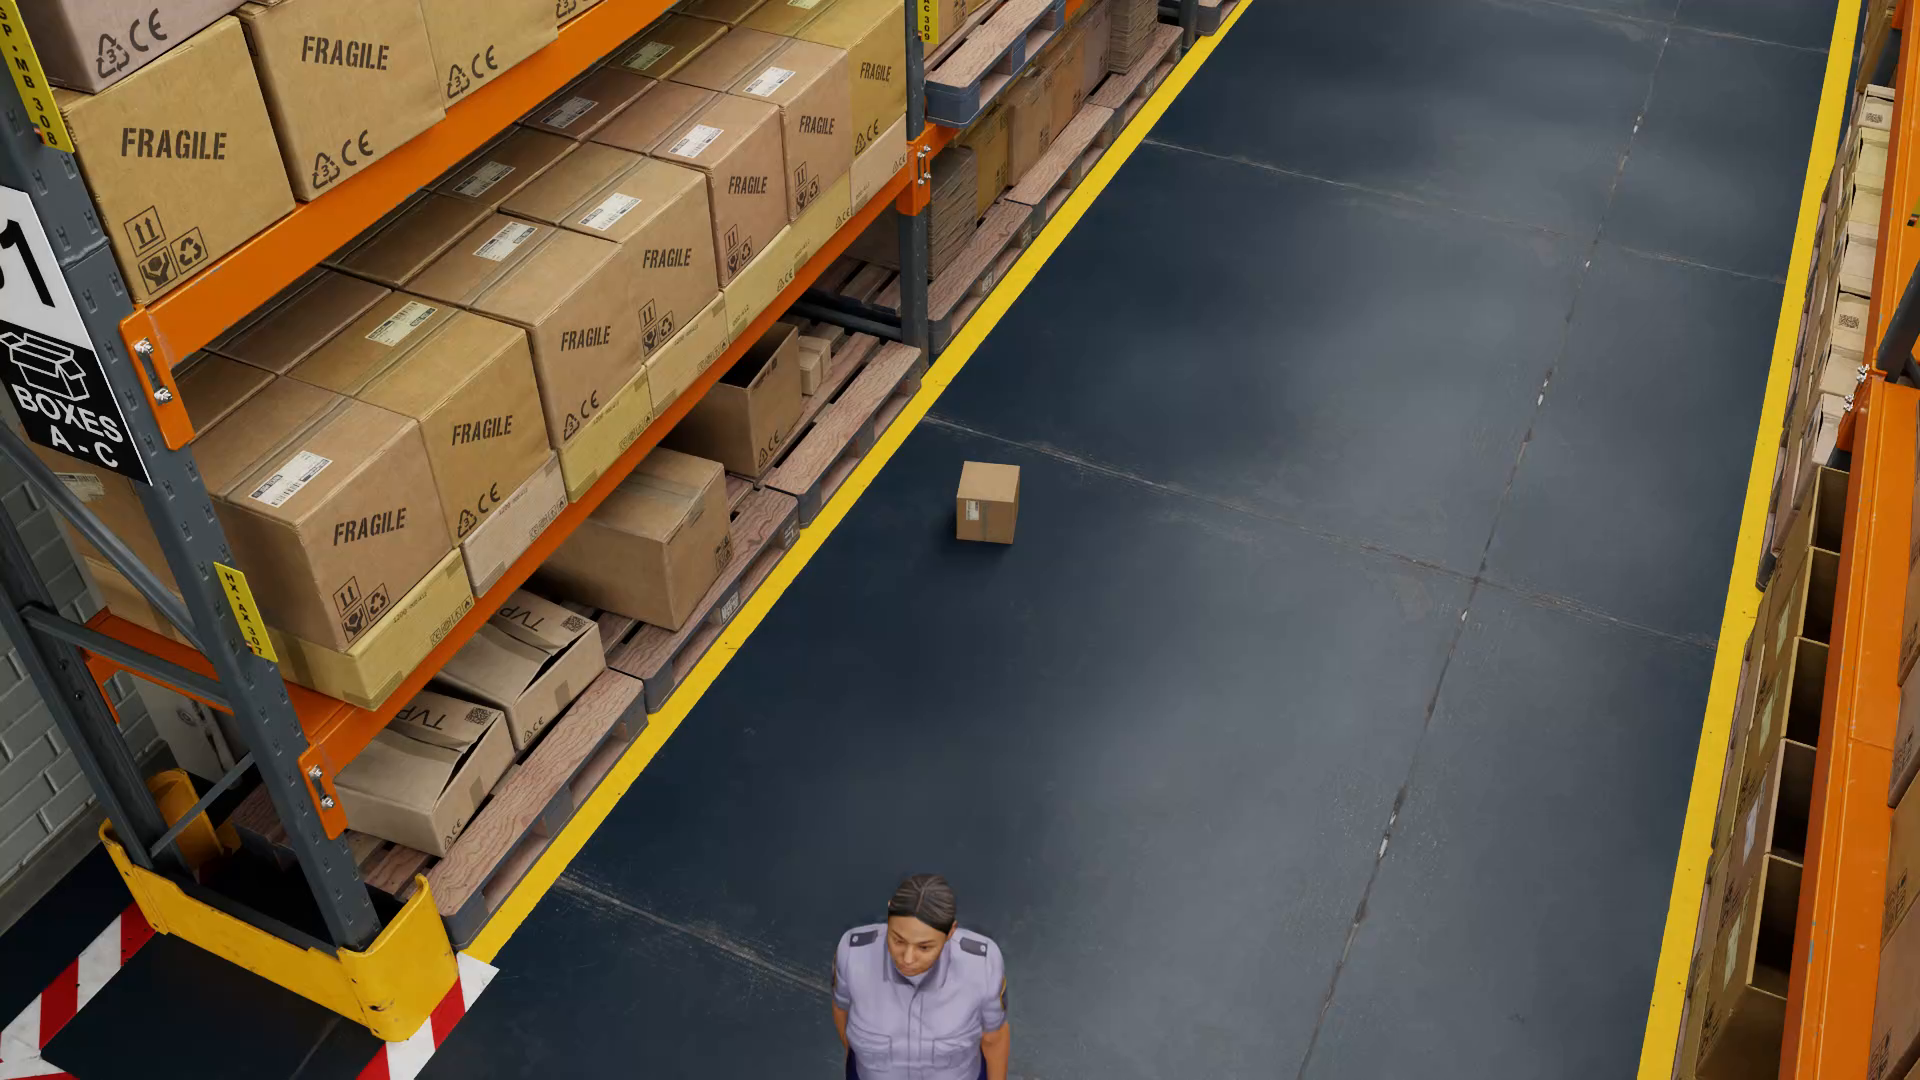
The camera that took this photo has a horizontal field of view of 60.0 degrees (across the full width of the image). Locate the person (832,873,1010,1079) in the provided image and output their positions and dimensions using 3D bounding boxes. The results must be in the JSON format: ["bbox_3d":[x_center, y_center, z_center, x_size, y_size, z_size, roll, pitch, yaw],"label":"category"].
[{"bbox_3d":[-0.106,1.470,4.462,0.475,1.566,0.438,1,42,1],"label":"person"}]
